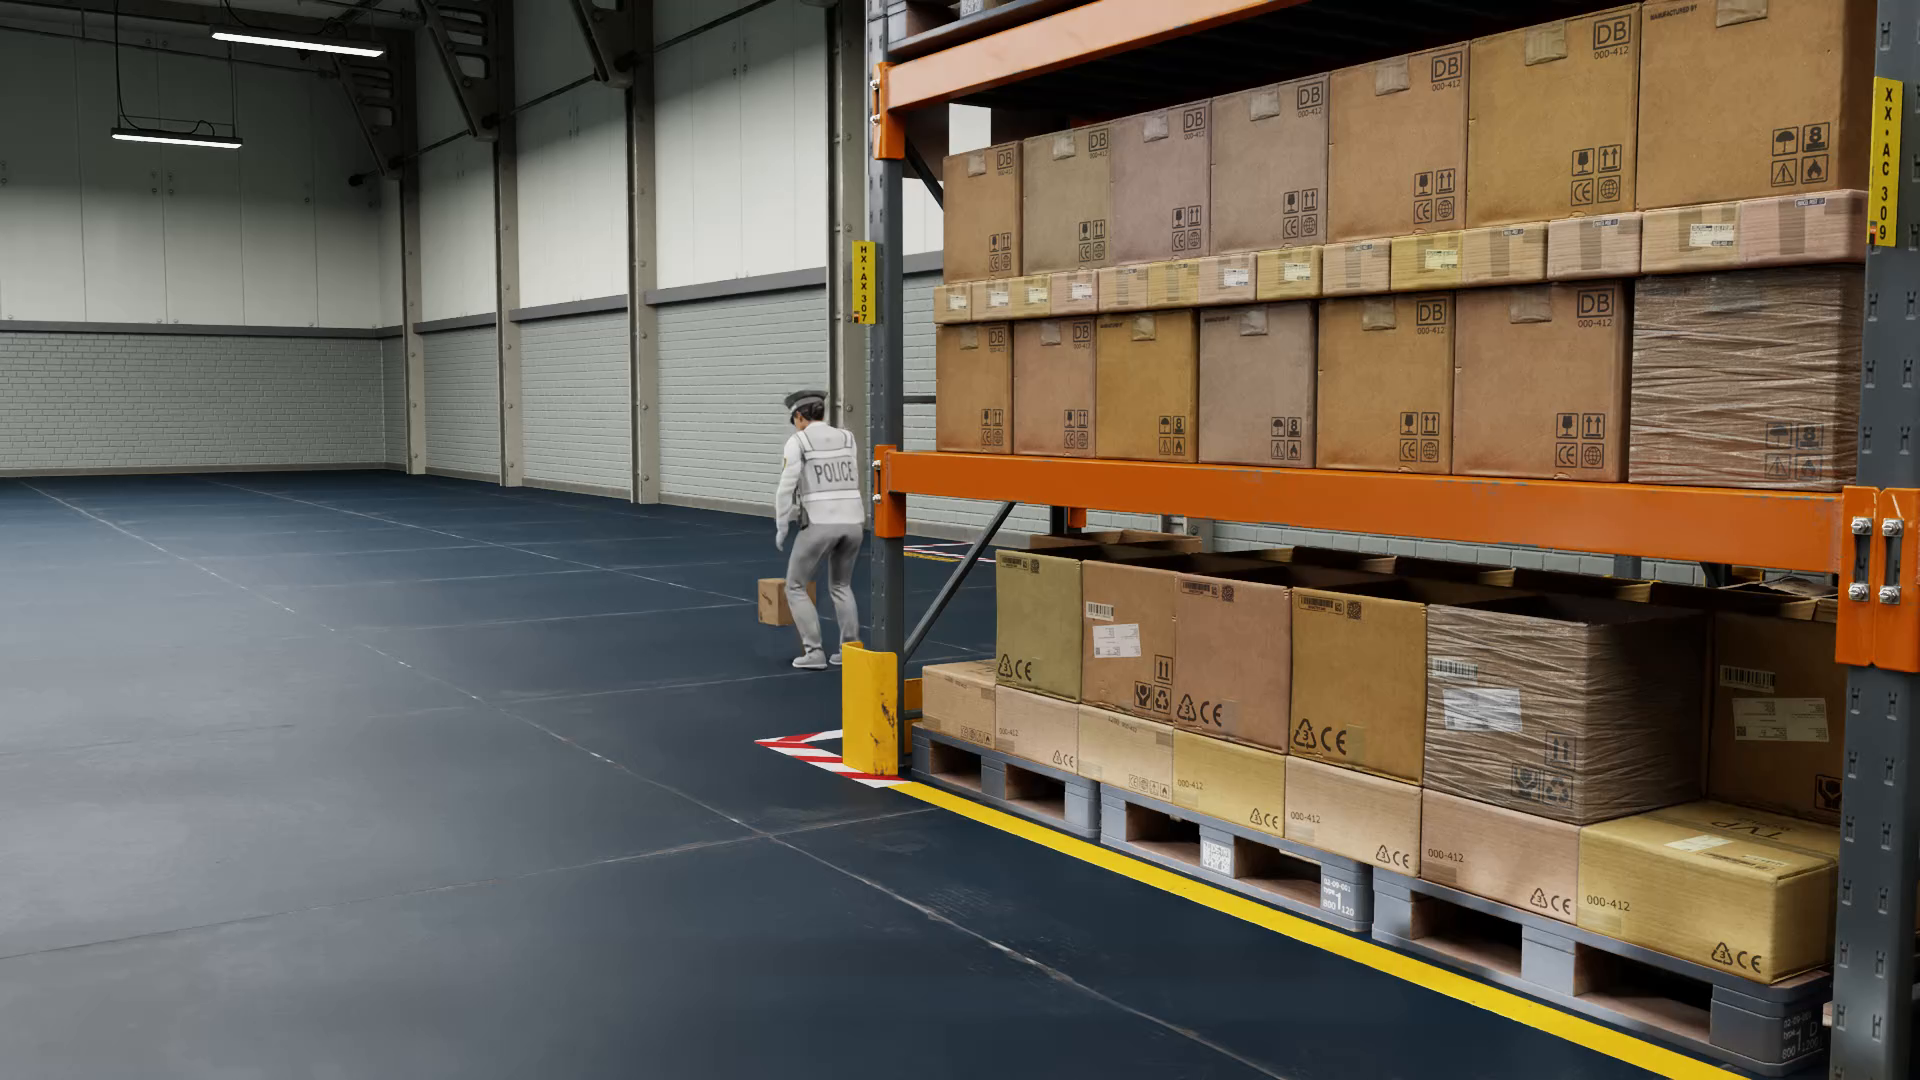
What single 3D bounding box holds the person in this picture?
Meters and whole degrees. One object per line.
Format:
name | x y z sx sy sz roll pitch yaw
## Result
person | -0.798 -0.058 9.387 0.516 1.576 0.526 -3 6 -32
